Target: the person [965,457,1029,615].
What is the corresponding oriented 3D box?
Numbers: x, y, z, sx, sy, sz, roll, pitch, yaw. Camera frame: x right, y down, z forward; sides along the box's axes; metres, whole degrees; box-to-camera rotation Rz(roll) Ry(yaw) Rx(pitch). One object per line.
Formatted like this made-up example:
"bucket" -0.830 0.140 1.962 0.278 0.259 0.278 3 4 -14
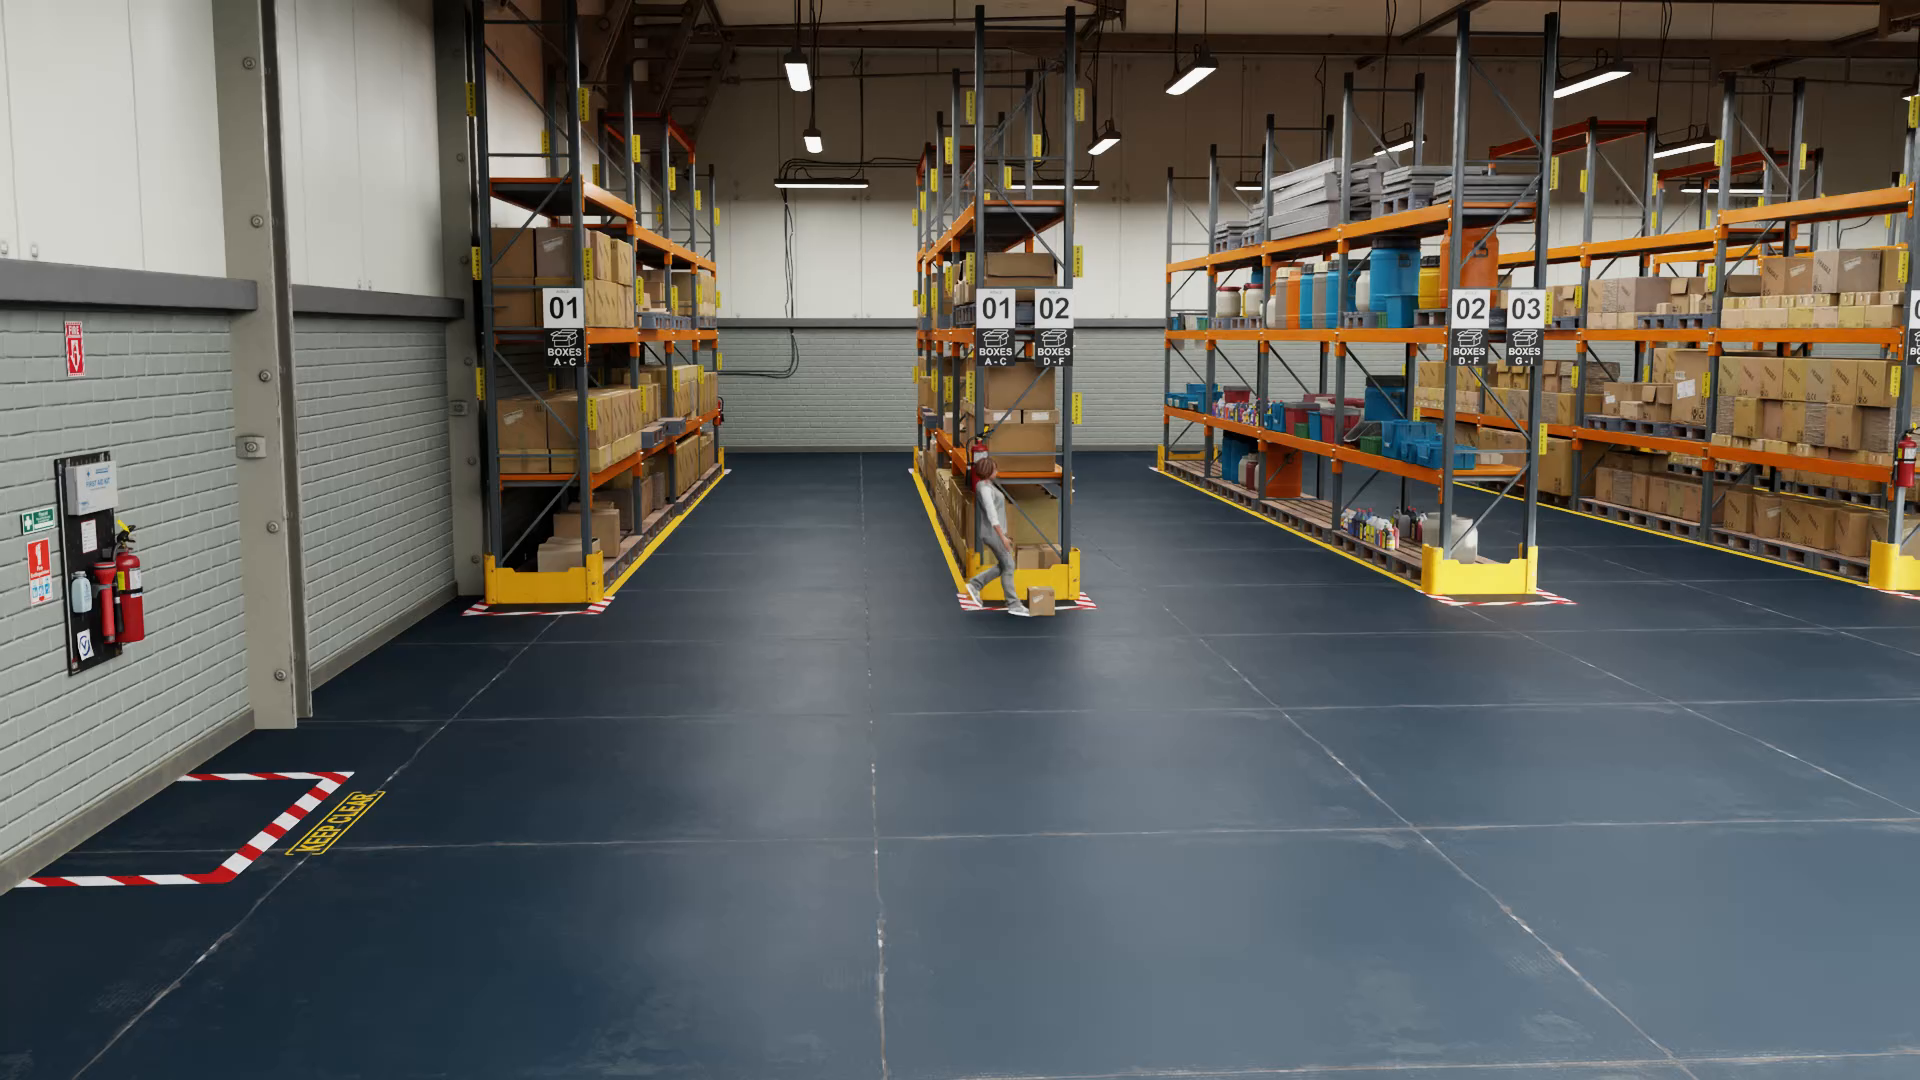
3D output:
"person" 0.397 -0.037 16.278 0.694 1.563 0.453 0 7 -1
